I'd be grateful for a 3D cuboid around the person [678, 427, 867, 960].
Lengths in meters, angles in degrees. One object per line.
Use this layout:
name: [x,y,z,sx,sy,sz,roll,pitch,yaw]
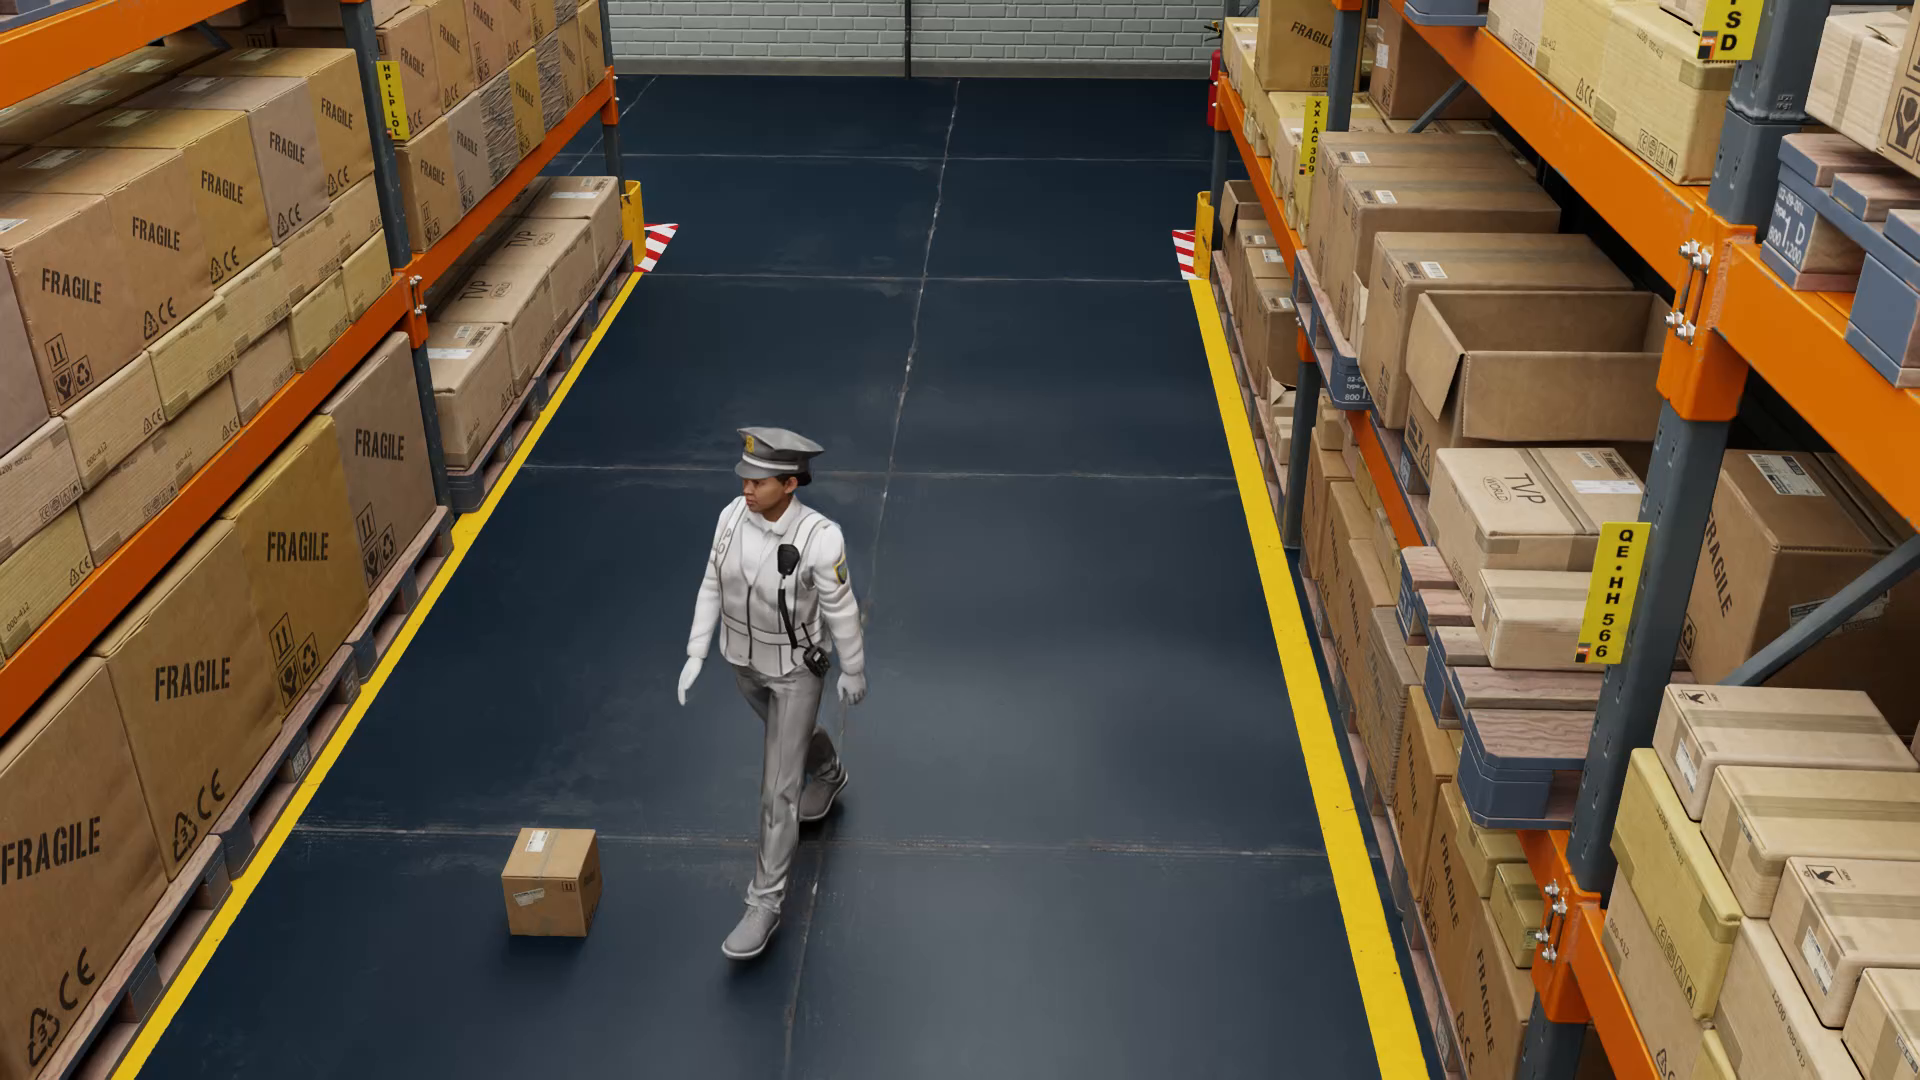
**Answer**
person: [-0.633,0.403,5.328,0.525,1.622,1.013,16,32,27]
